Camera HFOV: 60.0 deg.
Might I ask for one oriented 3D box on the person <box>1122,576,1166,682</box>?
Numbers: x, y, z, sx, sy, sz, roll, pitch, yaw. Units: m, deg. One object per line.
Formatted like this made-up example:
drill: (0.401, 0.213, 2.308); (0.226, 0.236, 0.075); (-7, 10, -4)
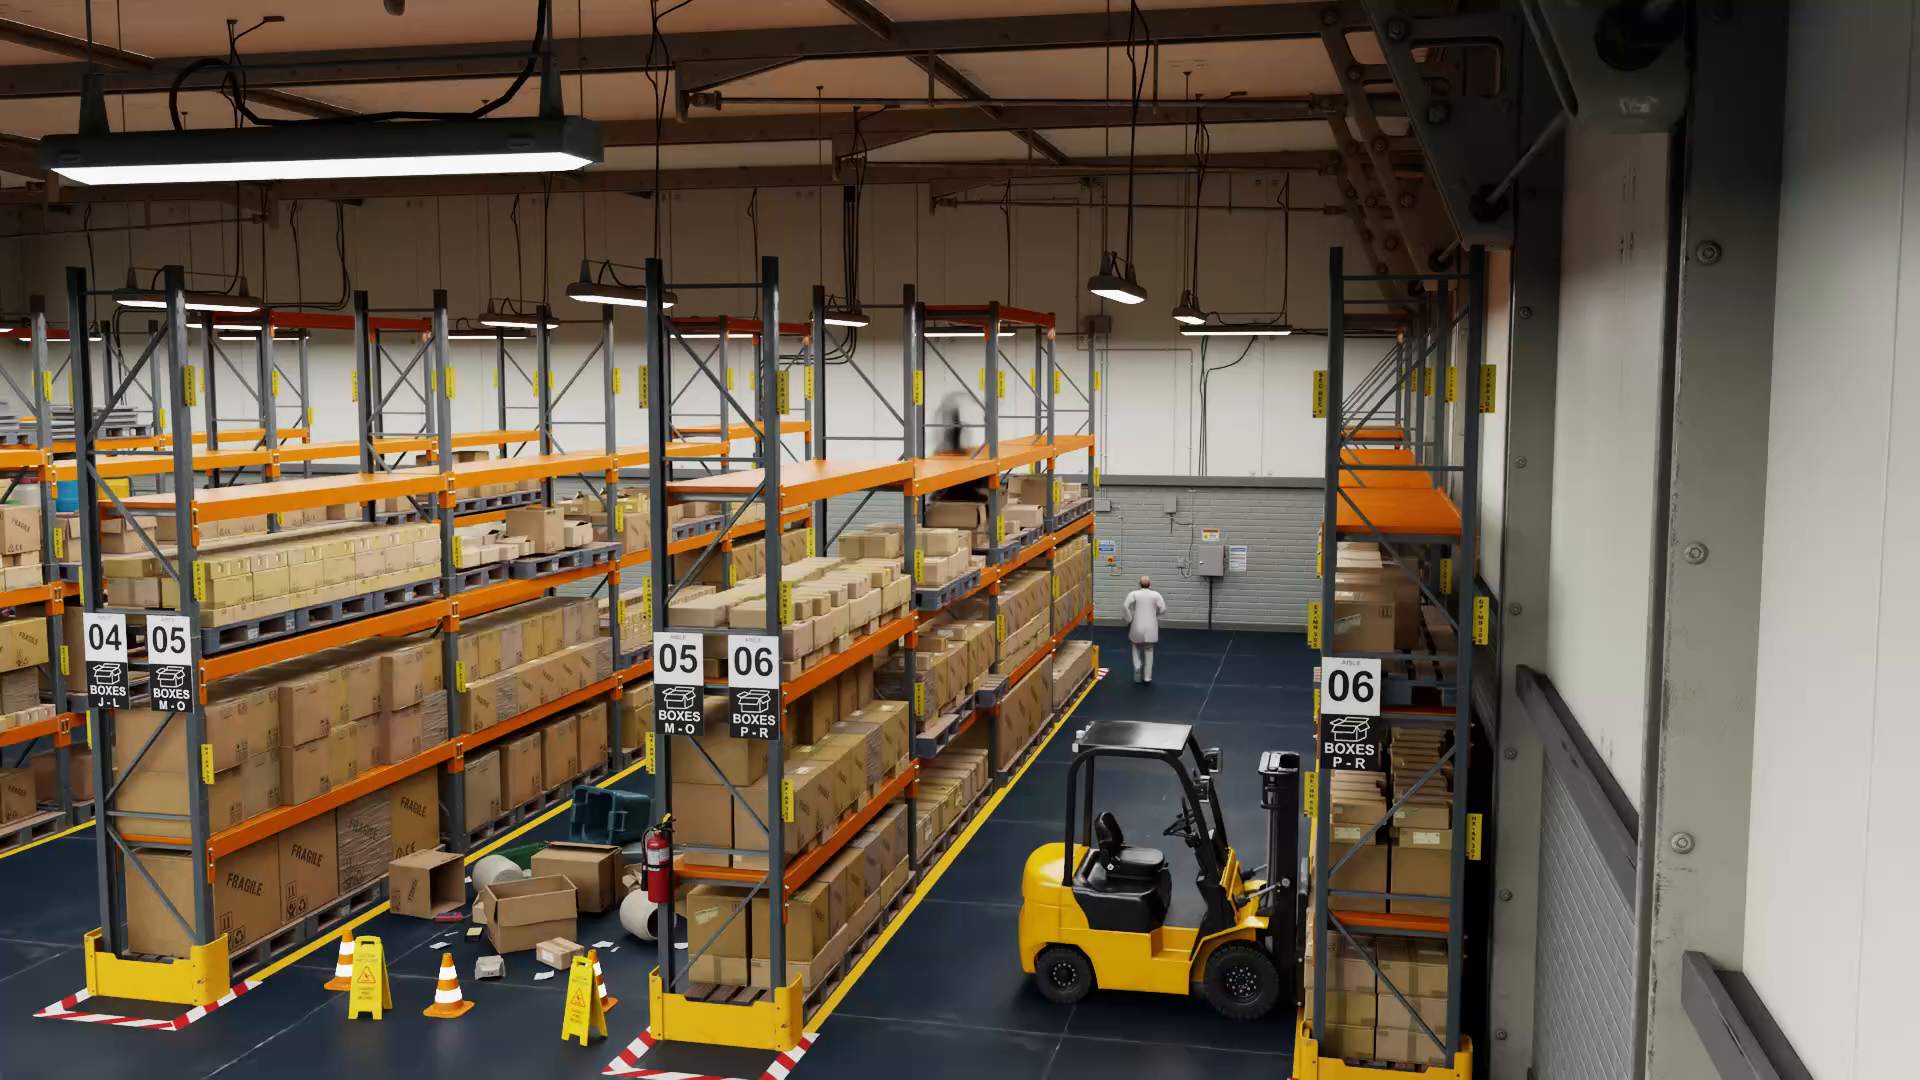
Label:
person: (3.068, 1.485, 27.754); (0.723, 1.804, 0.686); (1, 6, 6)
